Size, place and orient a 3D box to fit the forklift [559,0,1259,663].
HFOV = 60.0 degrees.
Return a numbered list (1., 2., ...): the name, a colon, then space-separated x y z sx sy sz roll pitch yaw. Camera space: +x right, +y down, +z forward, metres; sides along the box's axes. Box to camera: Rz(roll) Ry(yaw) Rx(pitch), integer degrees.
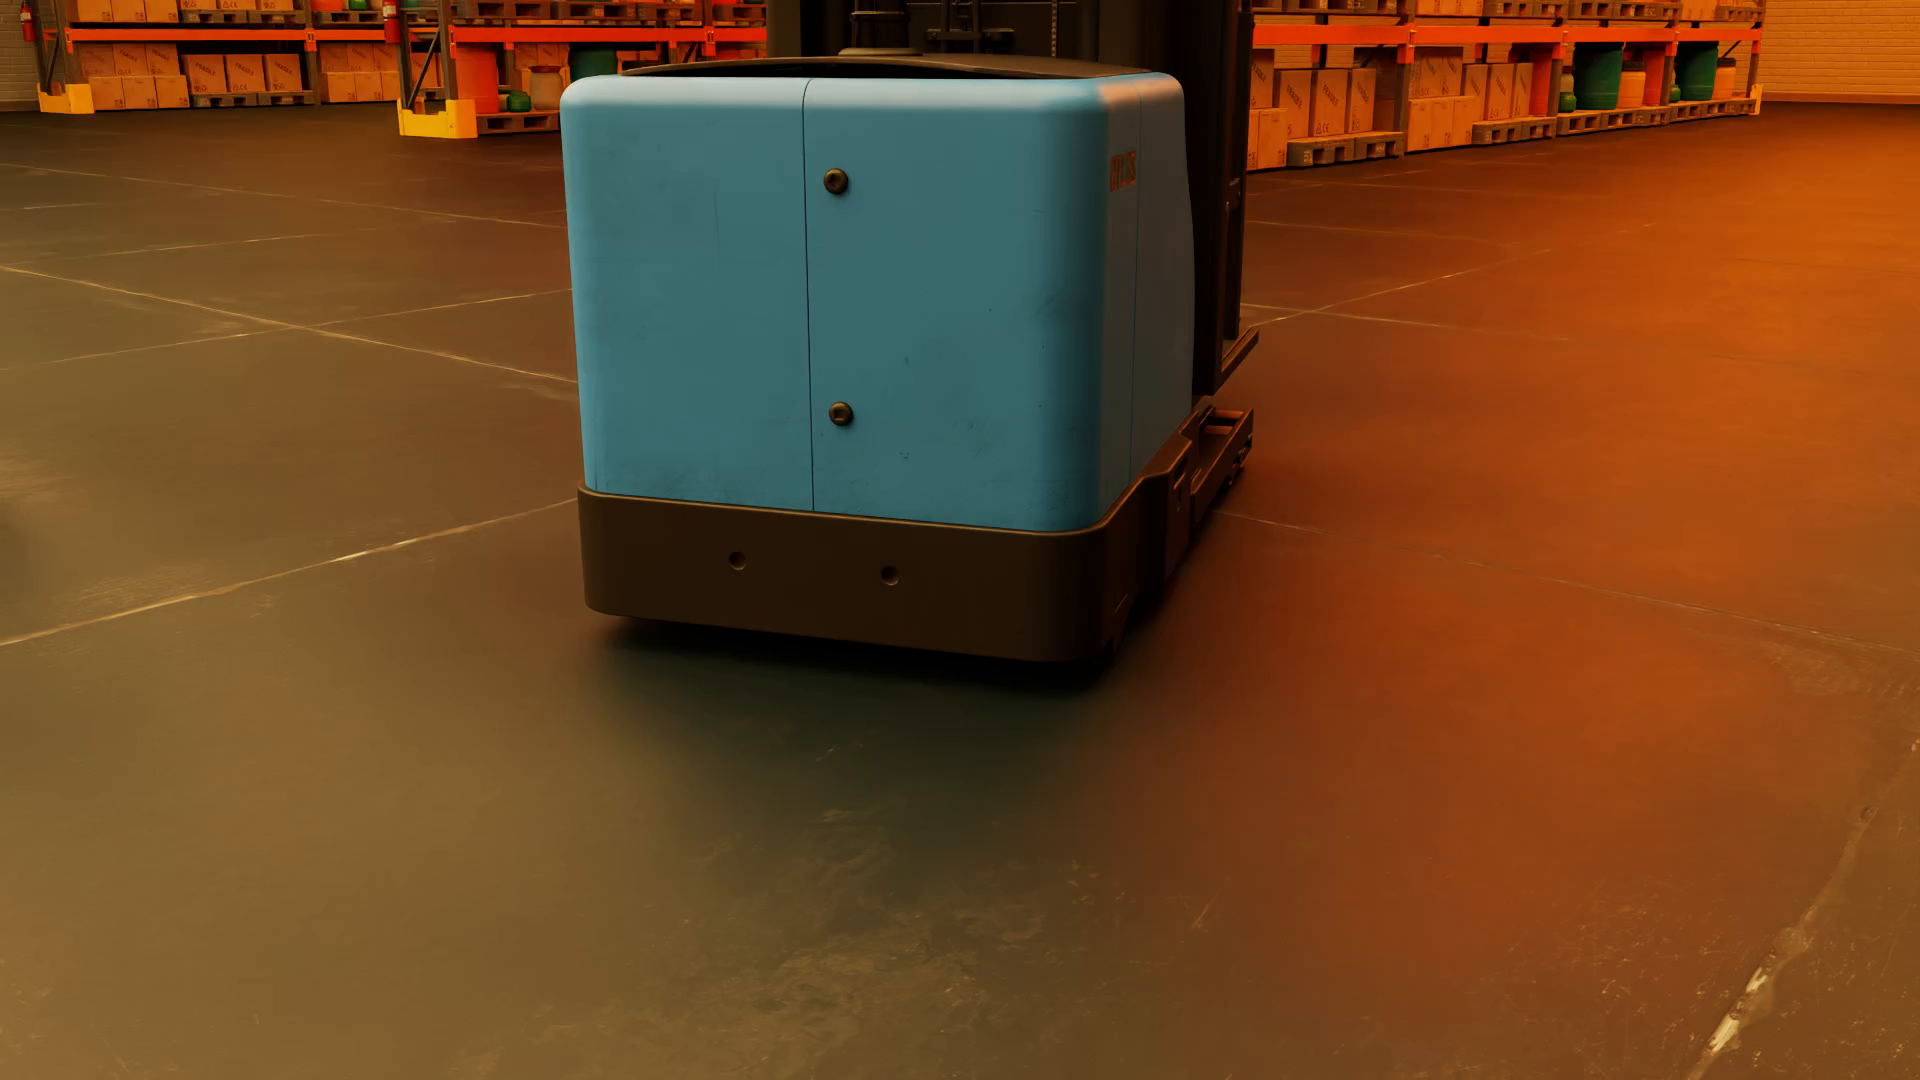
1. forklift: 0.182 -1.571 4.072 1.130 2.935 3.031 5 18 17
